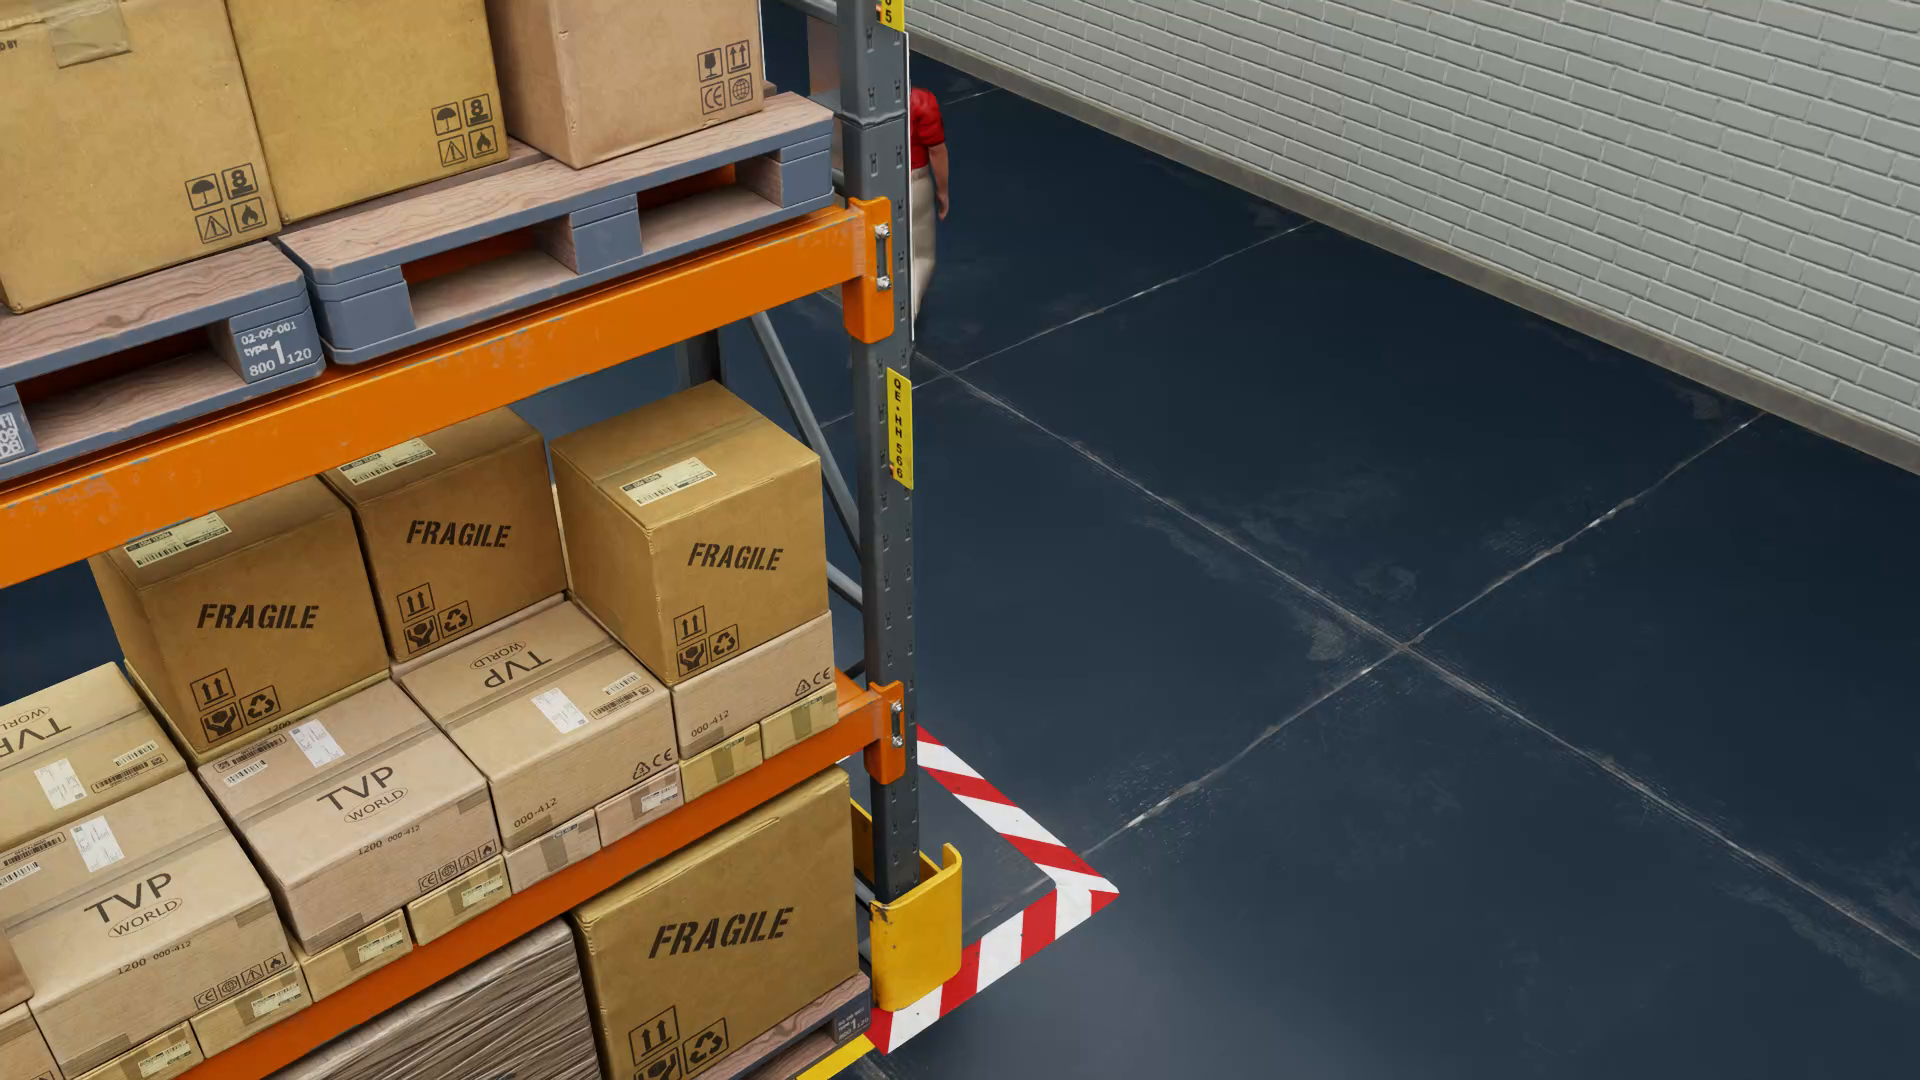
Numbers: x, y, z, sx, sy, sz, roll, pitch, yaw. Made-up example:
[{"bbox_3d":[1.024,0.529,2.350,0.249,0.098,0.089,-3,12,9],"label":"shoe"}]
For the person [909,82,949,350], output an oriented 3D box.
[{"bbox_3d":[-0.331,-1.771,8.679,0.545,1.611,0.865,7,36,9],"label":"person"}]
